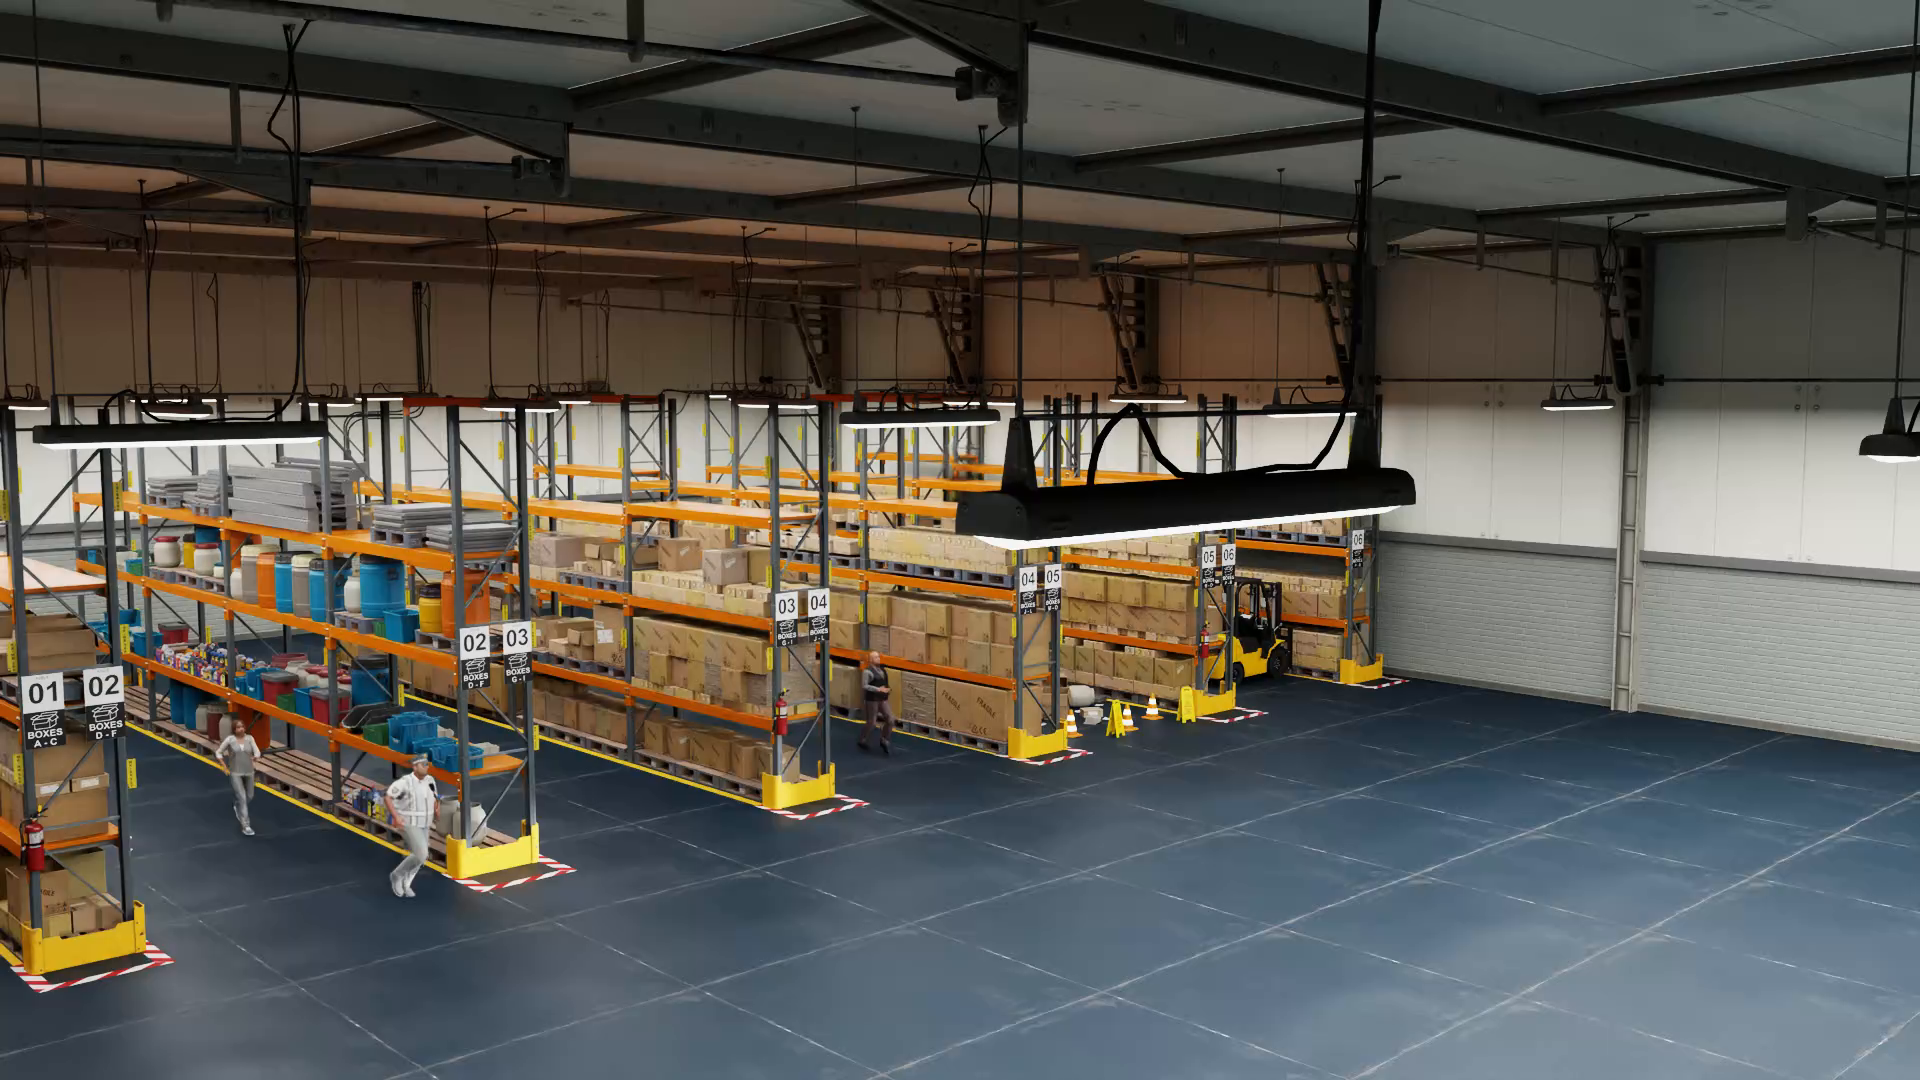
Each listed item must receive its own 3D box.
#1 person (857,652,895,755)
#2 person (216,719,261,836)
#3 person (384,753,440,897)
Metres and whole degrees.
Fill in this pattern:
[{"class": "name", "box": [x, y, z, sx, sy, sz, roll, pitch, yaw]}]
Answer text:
[{"class": "person", "box": [-1.431, 2.765, 28.195, 0.734, 1.770, 0.658, 5, 8, 43]}, {"class": "person", "box": [-10.061, 3.280, 23.251, 0.543, 1.575, 0.878, -5, 7, -42]}, {"class": "person", "box": [-6.662, 3.507, 20.473, 0.571, 1.760, 0.685, 3, 6, 25]}]
